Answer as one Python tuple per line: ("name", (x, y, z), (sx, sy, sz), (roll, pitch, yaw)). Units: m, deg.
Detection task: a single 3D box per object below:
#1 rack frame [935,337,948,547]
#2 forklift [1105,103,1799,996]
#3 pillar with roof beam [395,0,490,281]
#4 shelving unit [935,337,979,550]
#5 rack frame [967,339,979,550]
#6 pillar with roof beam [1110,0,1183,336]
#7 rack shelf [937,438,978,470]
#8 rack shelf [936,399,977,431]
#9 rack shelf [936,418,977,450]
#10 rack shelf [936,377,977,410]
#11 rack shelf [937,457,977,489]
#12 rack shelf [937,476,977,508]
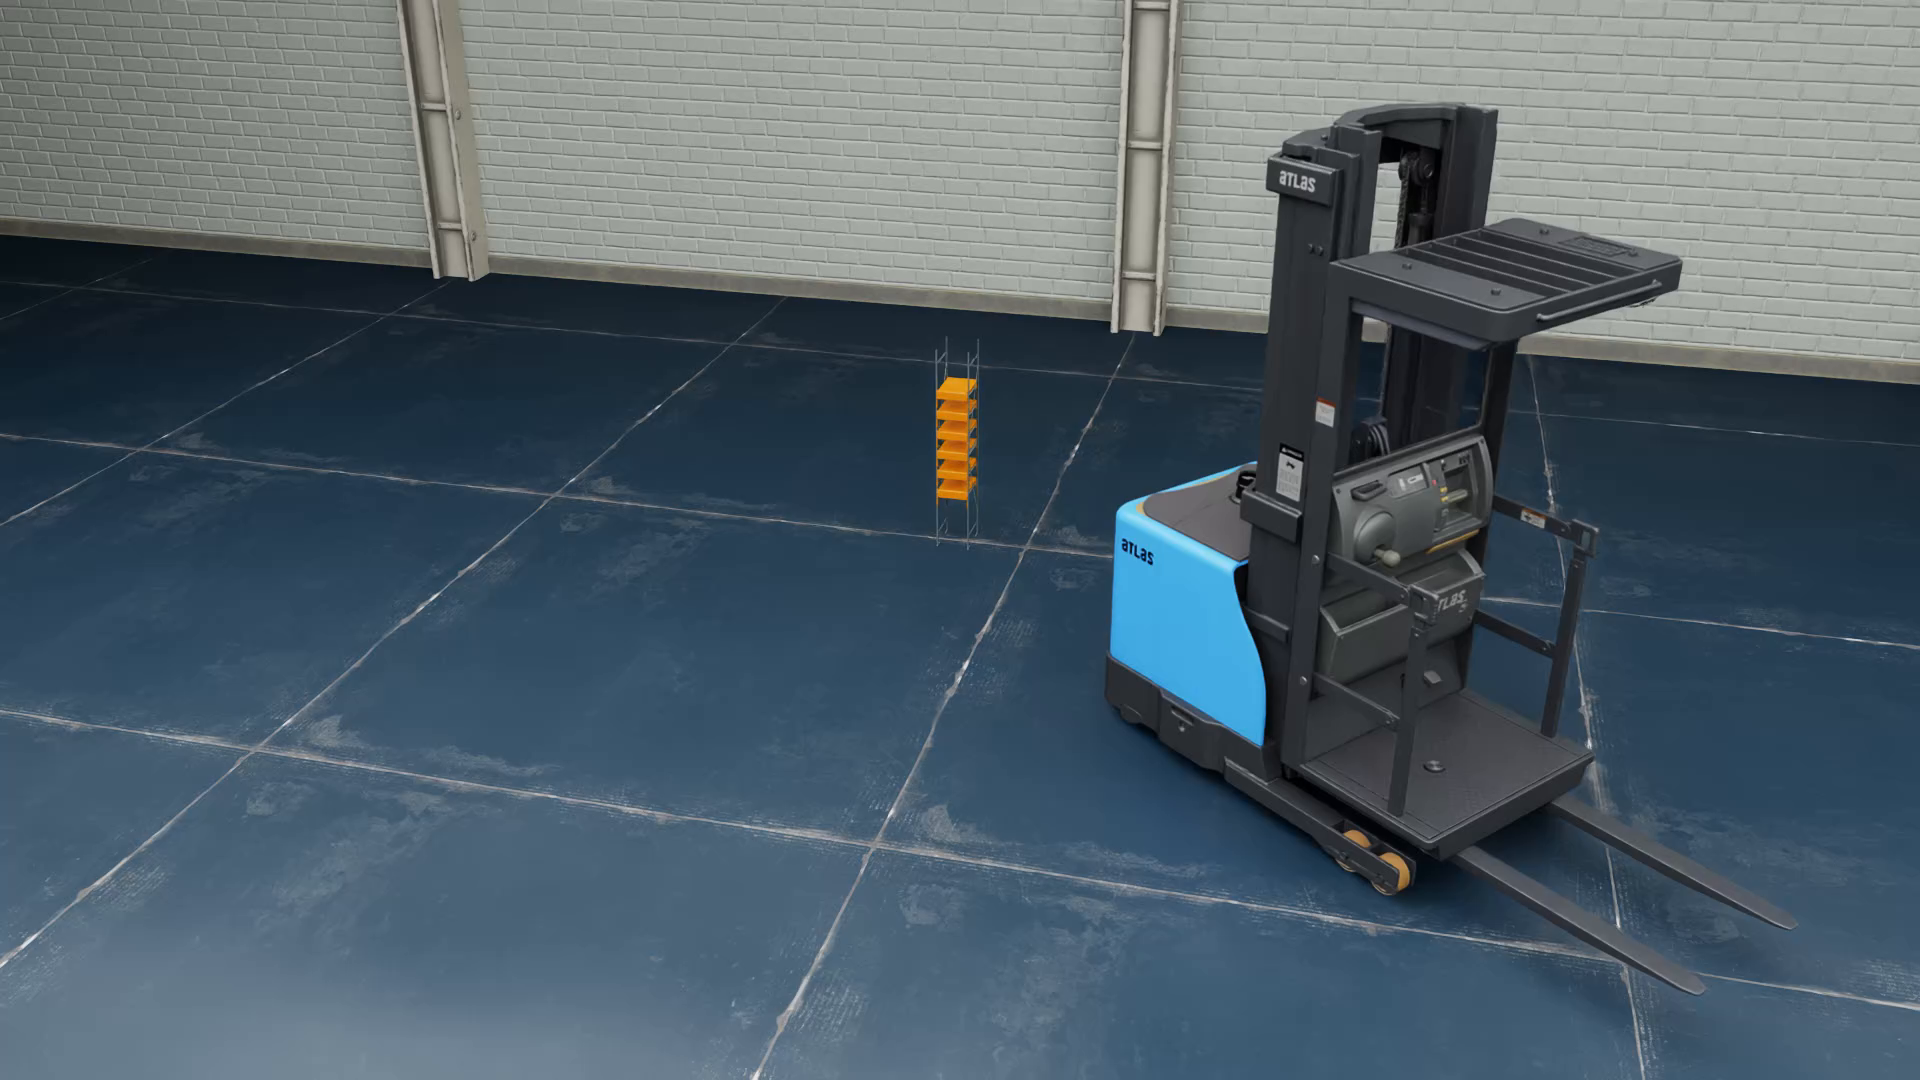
("rack frame", (-0.103, -0.553, 9.516), (0.006, 1.200, 0.240), (6, 26, 13))
("forklift", (1.974, -0.126, 6.605), (1.130, 2.935, 3.031), (-18, 31, -32))
("pillar with roof beam", (-5.457, -4.609, 8.962), (0.400, 9.000, 9.100), (6, 26, 13))
("shelving unit", (-0.014, -0.543, 9.495), (0.189, 1.200, 0.258), (6, 26, 13))
("rack frame", (0.075, -0.533, 9.475), (0.006, 1.200, 0.240), (6, 26, 13))
("pillar with roof beam", (0.353, -3.967, 7.613), (0.400, 9.000, 9.100), (6, 26, 13))
("rack shelf", (-0.014, -0.503, 9.514), (0.180, 0.103, 0.258), (6, 26, 13))
("rack shelf", (-0.014, -0.720, 9.411), (0.180, 0.103, 0.258), (6, 26, 13))
("rack shelf", (-0.014, -0.612, 9.463), (0.180, 0.103, 0.258), (6, 26, 13))
("rack shelf", (-0.014, -0.828, 9.360), (0.180, 0.103, 0.258), (6, 26, 13))
("rack shelf", (-0.014, -0.395, 9.566), (0.180, 0.103, 0.258), (6, 26, 13))
("rack shelf", (-0.014, -0.286, 9.618), (0.180, 0.103, 0.258), (6, 26, 13))
